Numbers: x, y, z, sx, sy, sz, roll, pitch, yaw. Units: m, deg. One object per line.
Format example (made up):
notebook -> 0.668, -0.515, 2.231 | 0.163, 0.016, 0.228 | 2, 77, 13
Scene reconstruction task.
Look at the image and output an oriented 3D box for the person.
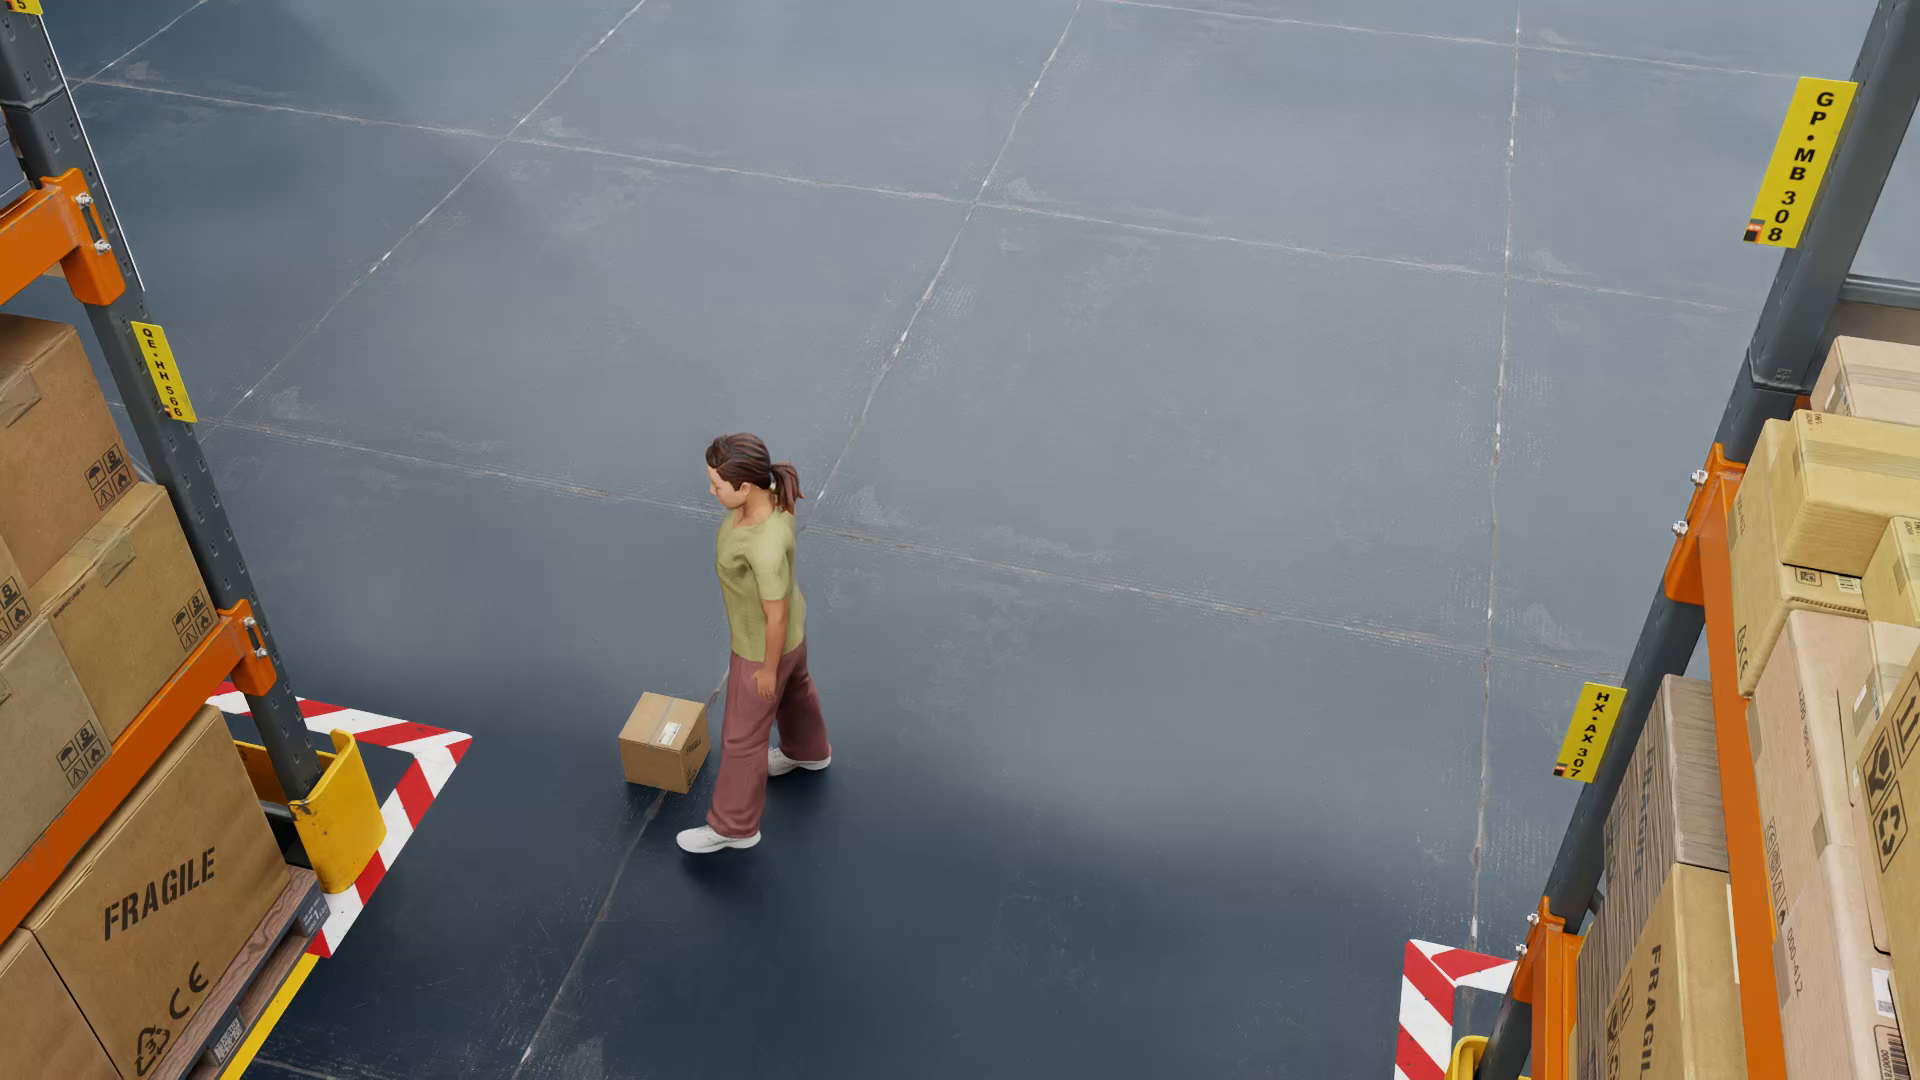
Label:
person -> -0.767, 0.349, 5.746 | 0.561, 1.671, 0.551 | -1, 41, -1
